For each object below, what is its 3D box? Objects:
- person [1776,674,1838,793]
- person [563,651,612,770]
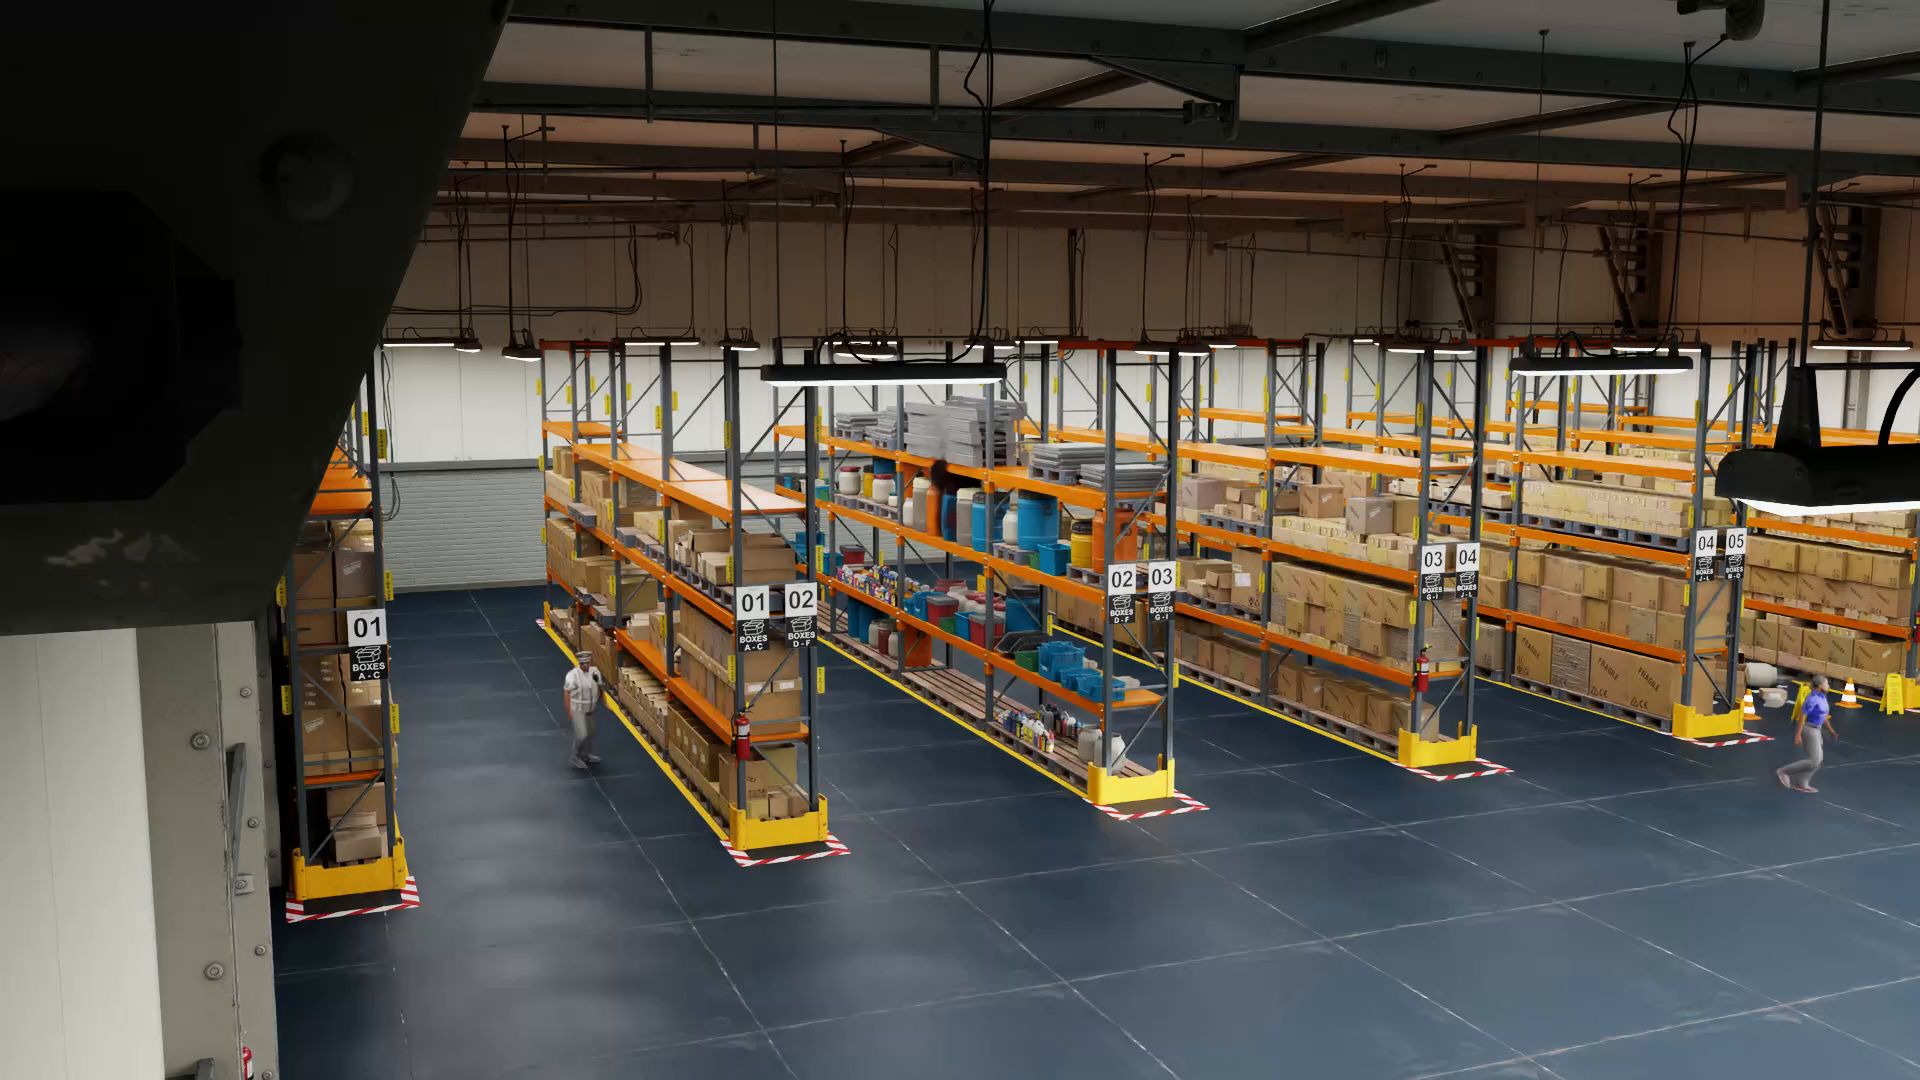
[{"bbox_3d":[11.454,2.630,22.473,0.668,1.597,0.629,5,9,35],"label":"person"},{"bbox_3d":[-5.361,2.417,23.766,0.655,1.736,0.629,5,9,34],"label":"person"}]
